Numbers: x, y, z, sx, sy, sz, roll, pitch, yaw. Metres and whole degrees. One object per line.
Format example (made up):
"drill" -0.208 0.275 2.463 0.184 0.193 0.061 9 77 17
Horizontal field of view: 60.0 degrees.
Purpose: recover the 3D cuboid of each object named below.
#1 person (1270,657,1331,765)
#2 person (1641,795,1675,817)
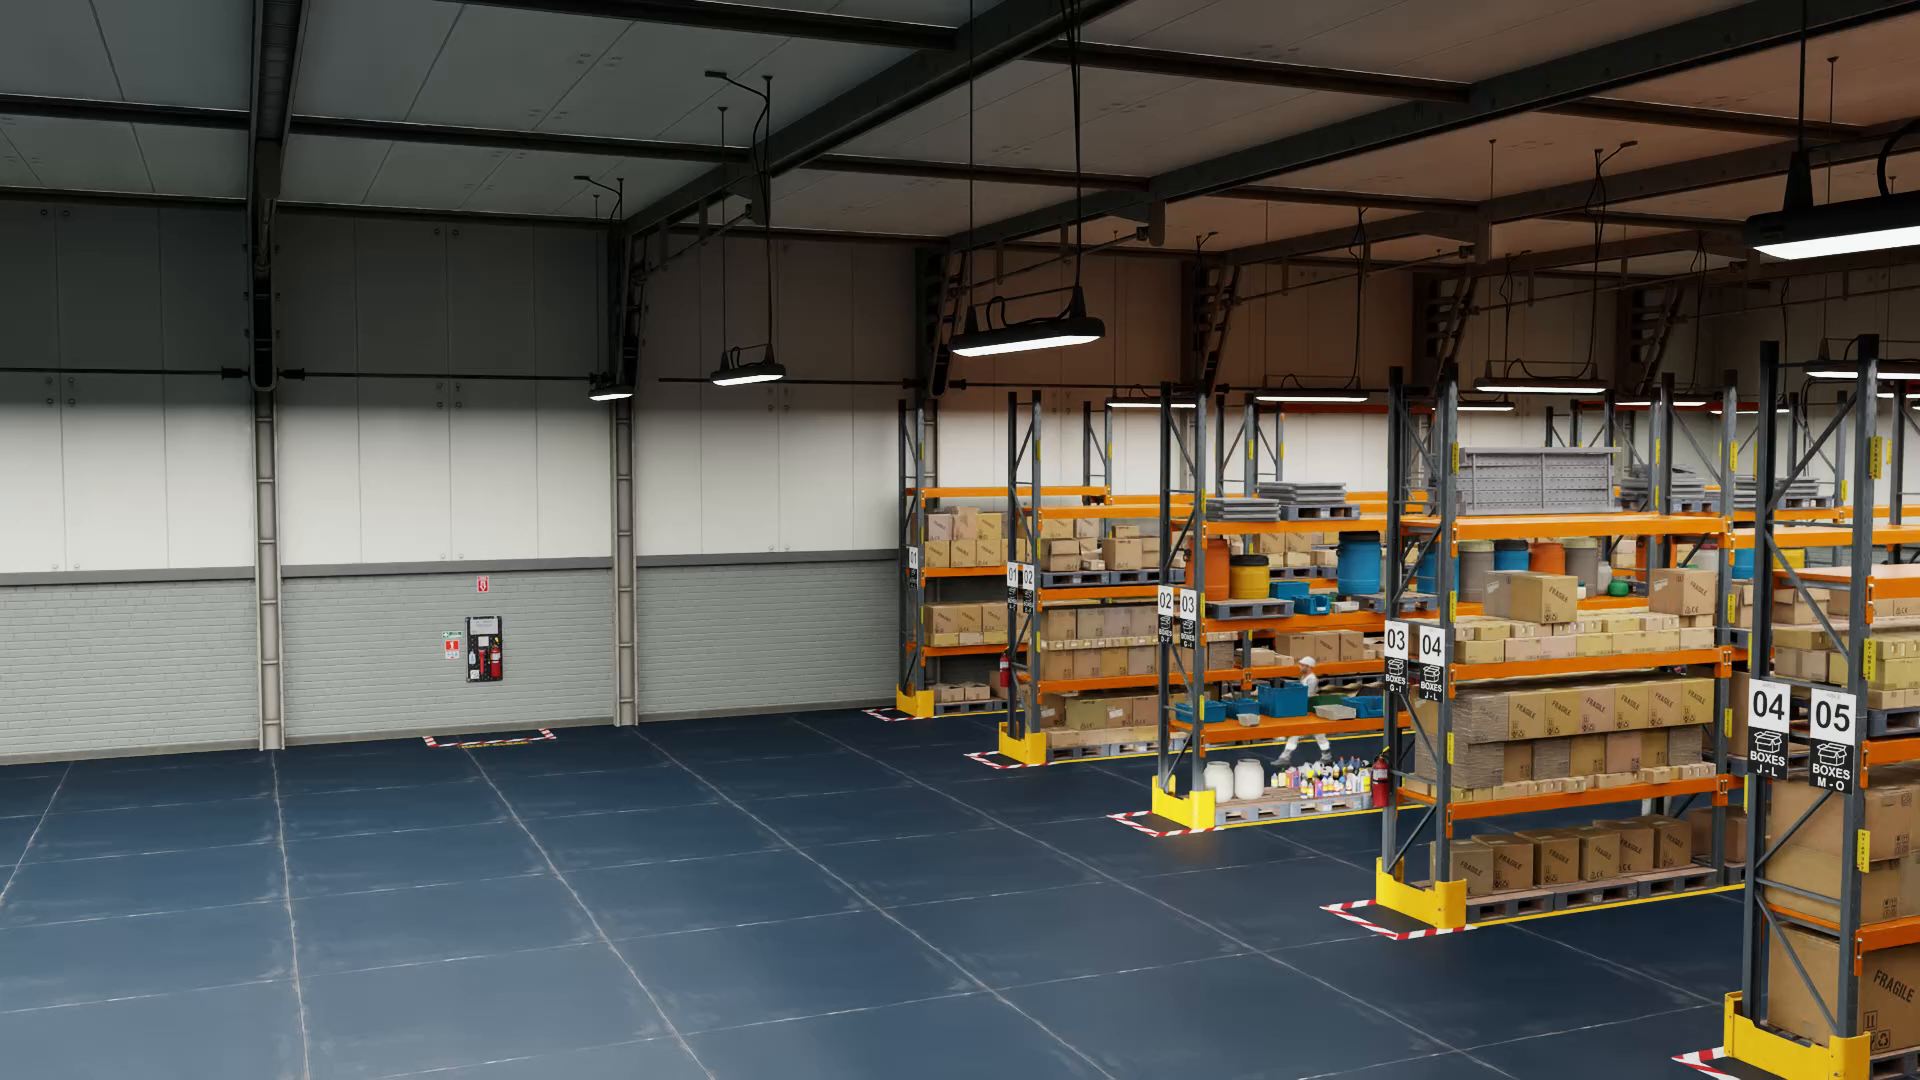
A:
"person" 5.450 2.717 26.444 1.034 1.724 0.569 -1 4 -23
"person" 9.367 2.999 22.144 0.580 1.793 0.410 2 4 36
